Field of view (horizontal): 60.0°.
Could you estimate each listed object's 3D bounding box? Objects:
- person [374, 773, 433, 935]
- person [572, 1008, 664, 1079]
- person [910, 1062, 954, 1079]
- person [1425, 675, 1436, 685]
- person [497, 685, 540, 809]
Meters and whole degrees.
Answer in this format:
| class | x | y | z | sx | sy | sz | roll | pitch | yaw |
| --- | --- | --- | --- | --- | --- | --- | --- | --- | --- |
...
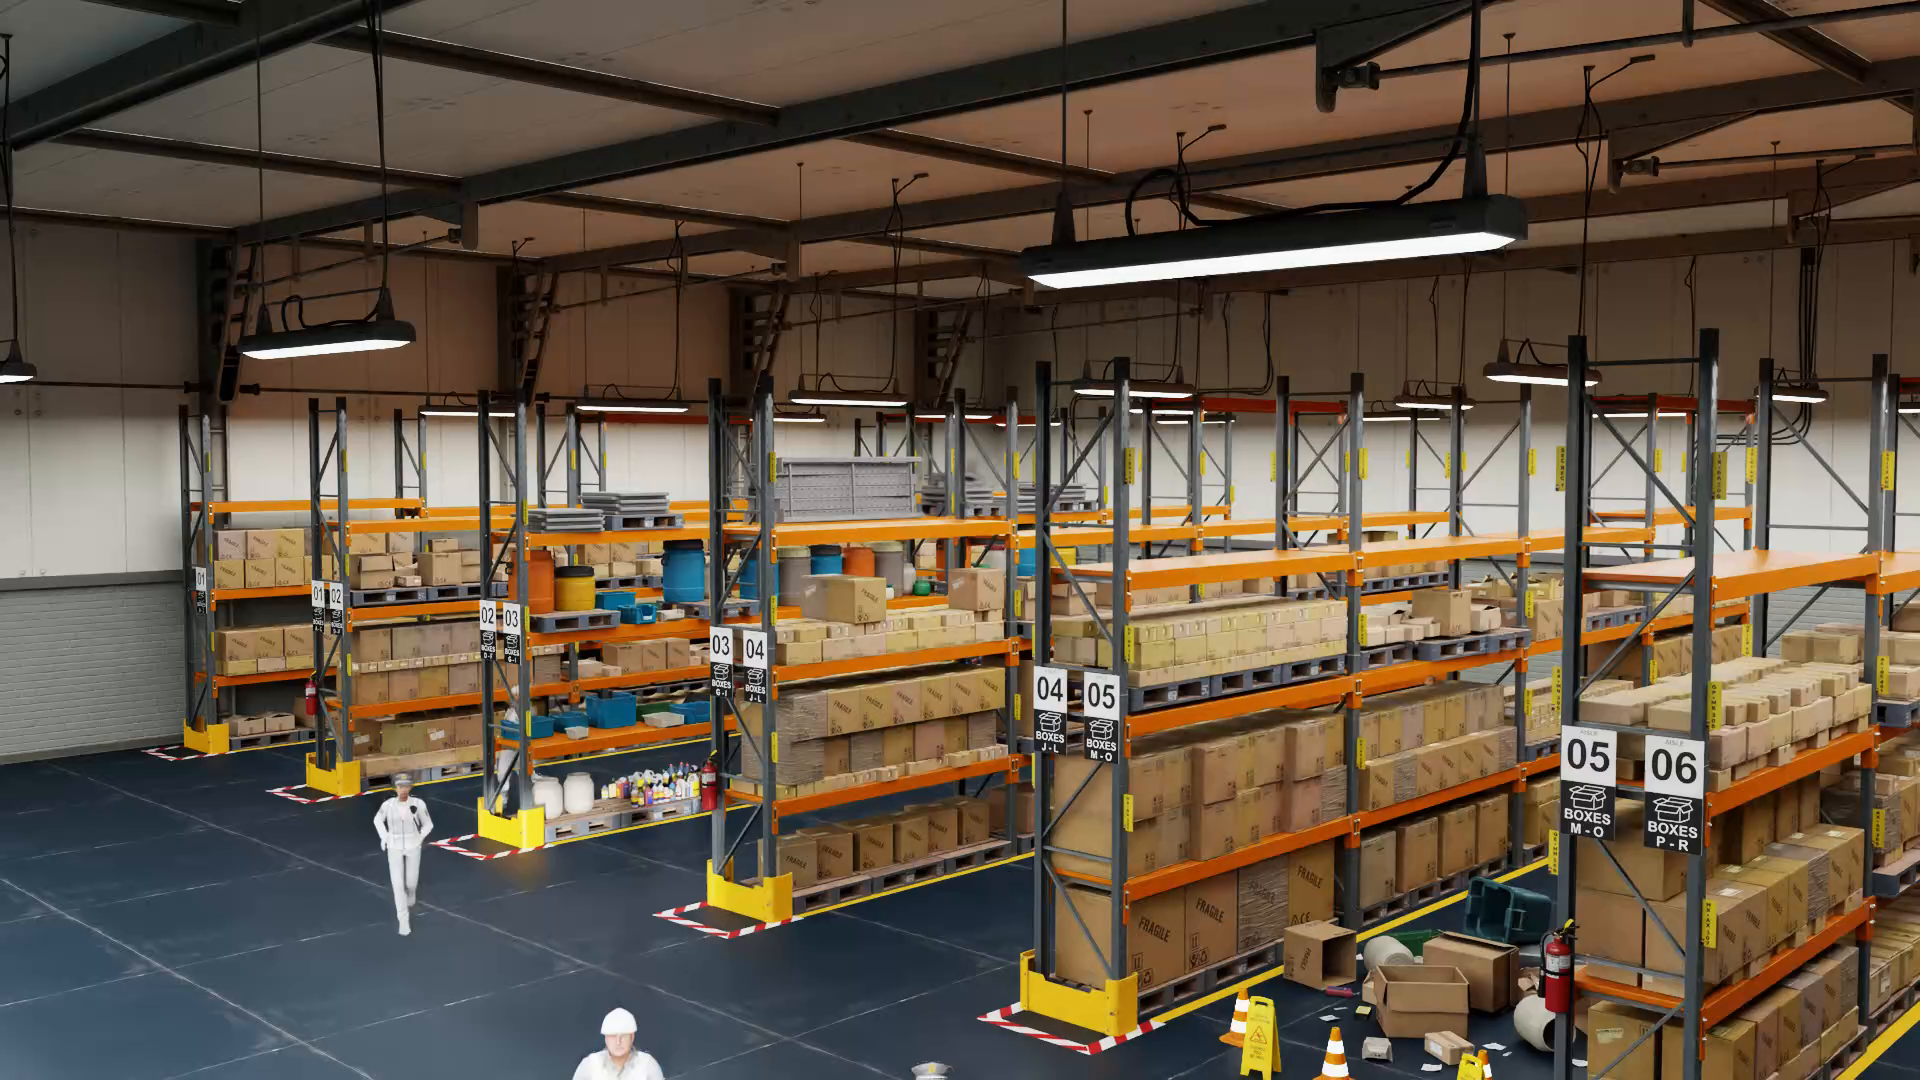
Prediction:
| class | x | y | z | sx | sy | sz | roll | pitch | yaw |
| --- | --- | --- | --- | --- | --- | --- | --- | --- | --- |
| person | -6.079 | 3.378 | 18.176 | 0.618 | 1.696 | 0.843 | -1 | 3 | -18 |
| person | -2.120 | 3.758 | 10.286 | 0.646 | 1.723 | 0.609 | -1 | 3 | -11 |
| person | -0.180 | 3.823 | 9.593 | 0.551 | 1.655 | 0.539 | 0 | 3 | -6 |
| person | 7.486 | 2.965 | 26.448 | 0.580 | 1.662 | 0.685 | 3 | 4 | 43 |
| person | -6.393 | 2.991 | 24.057 | 0.673 | 1.784 | 0.935 | 3 | 4 | 43 |
